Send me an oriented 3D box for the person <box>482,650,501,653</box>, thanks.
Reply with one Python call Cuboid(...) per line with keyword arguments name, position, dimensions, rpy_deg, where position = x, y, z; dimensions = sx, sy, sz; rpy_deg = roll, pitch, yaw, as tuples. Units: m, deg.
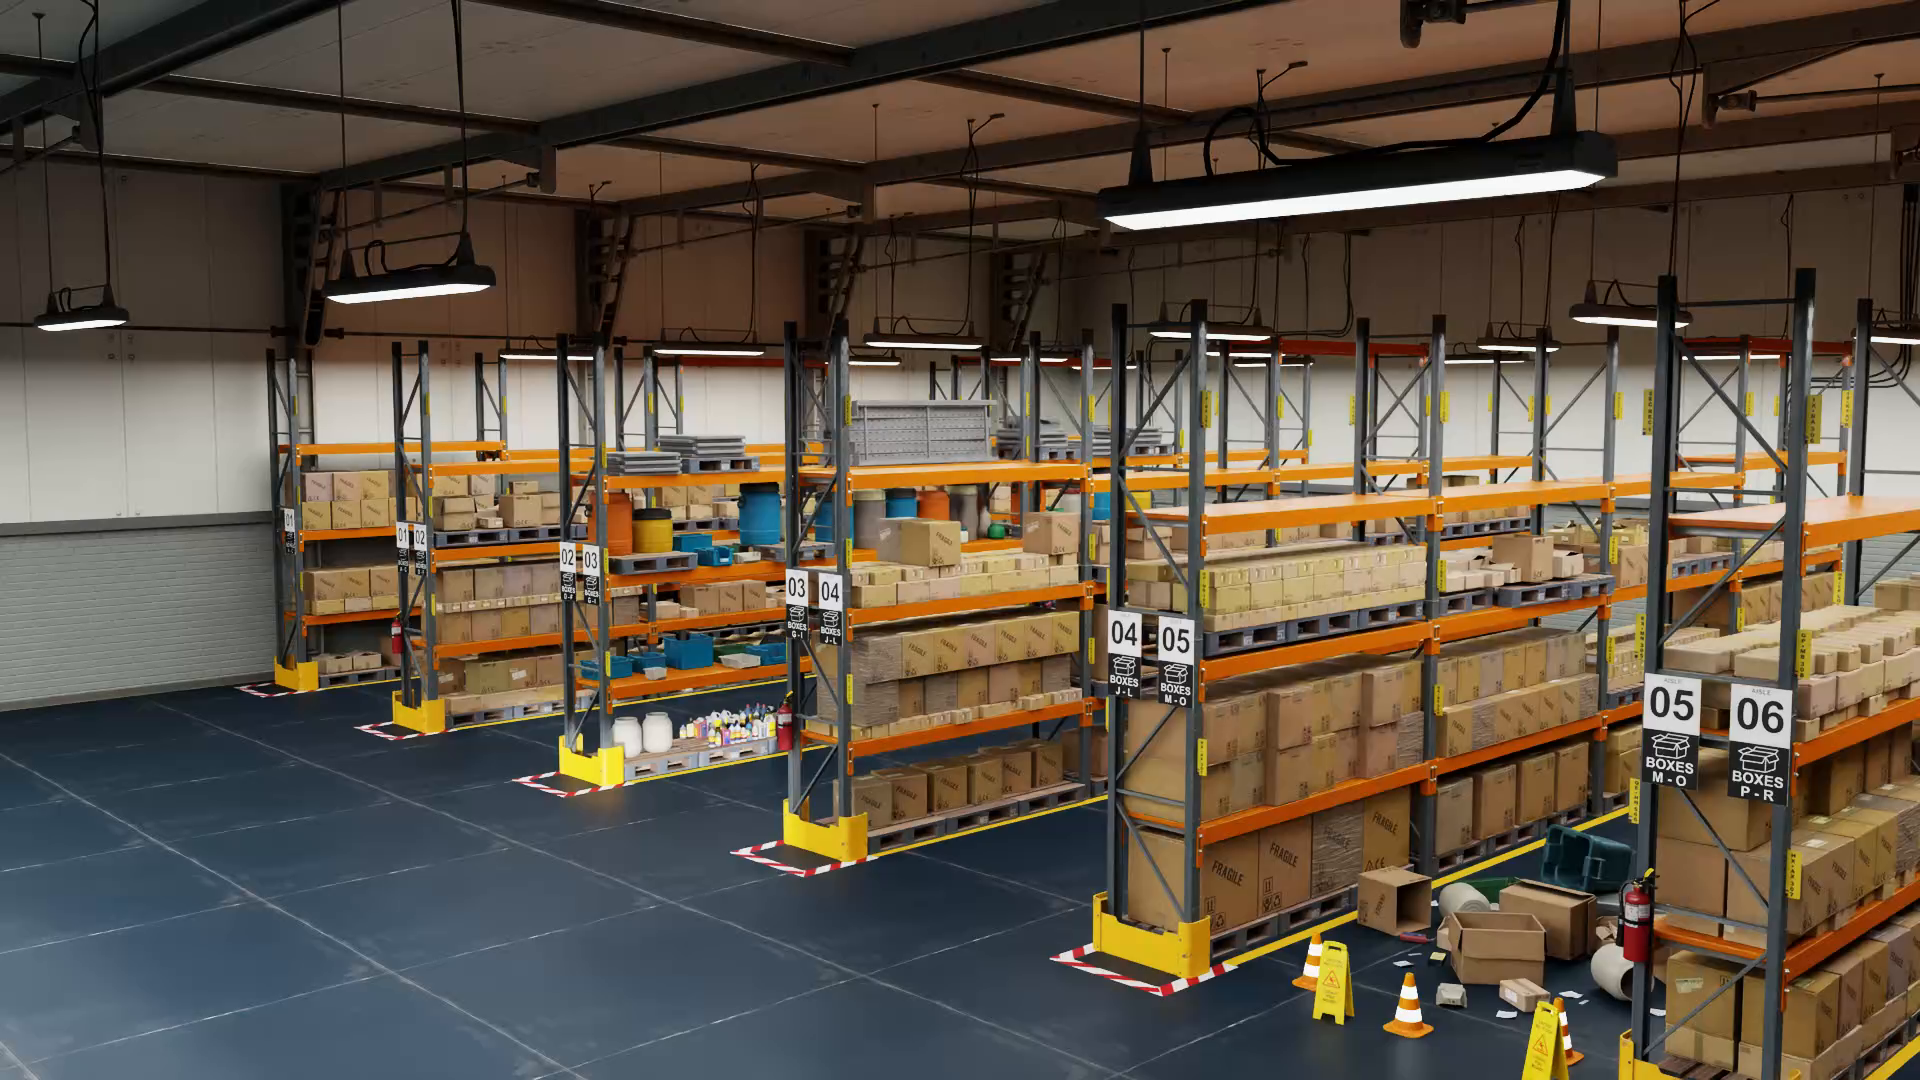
Cuboid(name="person", position=(-8.108, 1.785, 28.891), dimensions=(0.652, 1.770, 0.410), rpy_deg=(-1, 5, -15))
